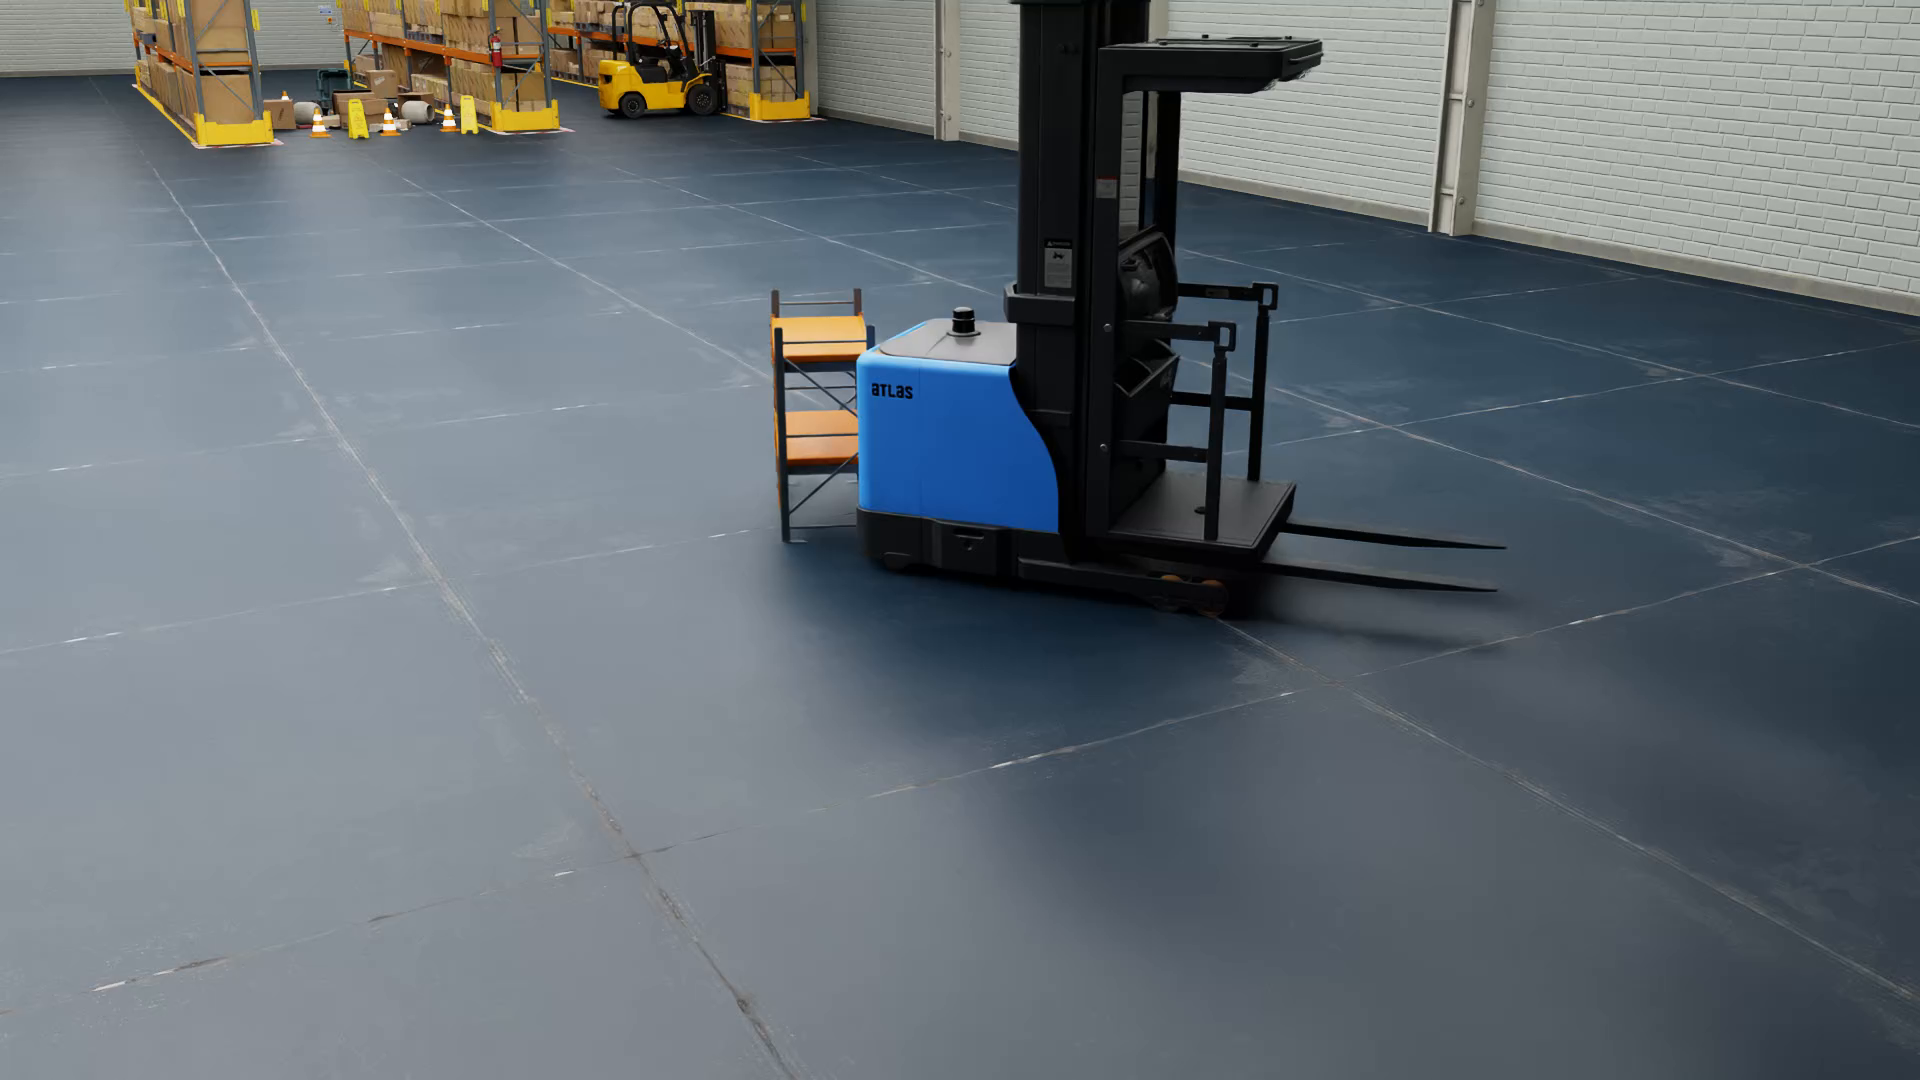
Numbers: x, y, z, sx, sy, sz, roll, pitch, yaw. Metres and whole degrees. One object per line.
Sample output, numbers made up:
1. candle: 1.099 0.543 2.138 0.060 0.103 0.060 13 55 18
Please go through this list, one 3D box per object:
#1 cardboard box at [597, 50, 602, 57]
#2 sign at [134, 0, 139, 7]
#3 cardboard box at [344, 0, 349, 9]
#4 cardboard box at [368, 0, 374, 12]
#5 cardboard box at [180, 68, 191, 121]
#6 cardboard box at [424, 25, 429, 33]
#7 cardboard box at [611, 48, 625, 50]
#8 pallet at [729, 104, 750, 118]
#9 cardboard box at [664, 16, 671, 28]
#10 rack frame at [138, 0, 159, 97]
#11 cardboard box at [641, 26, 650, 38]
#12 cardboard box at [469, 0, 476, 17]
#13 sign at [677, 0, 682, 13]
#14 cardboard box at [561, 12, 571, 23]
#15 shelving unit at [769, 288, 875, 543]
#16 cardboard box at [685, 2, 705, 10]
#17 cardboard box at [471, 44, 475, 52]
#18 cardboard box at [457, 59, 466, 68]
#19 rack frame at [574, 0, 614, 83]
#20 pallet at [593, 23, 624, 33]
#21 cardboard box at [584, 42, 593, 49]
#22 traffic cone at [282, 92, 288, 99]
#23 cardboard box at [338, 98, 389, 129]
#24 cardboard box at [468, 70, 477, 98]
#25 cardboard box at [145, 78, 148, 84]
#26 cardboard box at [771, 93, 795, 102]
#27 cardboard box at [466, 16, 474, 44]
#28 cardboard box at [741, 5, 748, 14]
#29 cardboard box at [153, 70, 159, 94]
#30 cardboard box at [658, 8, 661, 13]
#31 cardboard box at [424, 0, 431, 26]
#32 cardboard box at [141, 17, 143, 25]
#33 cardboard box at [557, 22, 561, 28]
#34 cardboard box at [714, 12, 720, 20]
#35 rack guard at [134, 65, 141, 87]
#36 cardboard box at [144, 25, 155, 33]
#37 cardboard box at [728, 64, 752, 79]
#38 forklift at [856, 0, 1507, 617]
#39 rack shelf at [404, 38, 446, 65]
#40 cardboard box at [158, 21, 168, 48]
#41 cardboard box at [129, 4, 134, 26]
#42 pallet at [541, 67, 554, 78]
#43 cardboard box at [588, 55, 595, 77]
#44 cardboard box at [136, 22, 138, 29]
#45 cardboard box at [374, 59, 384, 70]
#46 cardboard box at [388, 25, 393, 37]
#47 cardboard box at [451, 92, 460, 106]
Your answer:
1. cardboard box: -8.733 -12.011 41.036 0.380 0.149 0.250 -10 21 -27
2. sign: -18.377 -11.883 37.143 0.100 0.325 0.005 -10 21 -27
3. cardboard box: -15.266 -13.695 42.034 0.500 0.500 0.500 -11 22 -28
4. cardboard box: -13.639 -12.705 39.165 0.500 0.500 0.500 -10 21 -26
5. cardboard box: -13.436 -8.008 29.854 0.875 0.875 0.875 -10 21 -26
6. cardboard box: -10.980 -10.694 34.765 0.380 0.149 0.250 -9 21 -25
7. cardboard box: -8.548 -12.245 41.713 0.380 0.149 0.250 -10 21 -26
8. pallet: -3.930 -8.576 33.160 1.003 0.211 1.213 -10 21 -27
9. cardboard box: -6.139 -11.242 36.077 0.500 0.250 0.500 -11 22 -28
10. rack frame: -17.904 -11.560 37.534 1.000 3.000 0.127 -10 21 -27
11. cardboard box: -6.848 -11.449 37.443 0.500 0.250 0.500 -11 22 -28
12. cardboard box: -8.565 -9.831 30.380 0.700 0.500 0.500 -10 21 -26
13. sign: -5.903 -11.252 34.988 0.100 0.325 0.005 -10 21 -27
14. cardboard box: -9.936 -13.445 42.771 0.500 0.250 0.500 -10 21 -26
15. shelving unit: -0.735 -0.694 8.919 0.538 1.125 1.048 -2 19 -7
16. cardboard box: -5.539 -11.186 34.847 0.380 0.149 0.250 -10 21 -26
17. cardboard box: -8.932 -9.223 31.146 0.380 0.149 0.250 -10 22 -27
18. cardboard box: -9.502 -9.215 32.167 0.380 0.149 0.250 -9 21 -25
19. rack frame: -9.229 -13.126 42.071 1.000 3.000 0.127 -10 21 -27
20. pallet: -8.257 -12.444 40.391 1.003 0.211 1.213 -10 21 -27
21. cardboard box: -9.239 -12.455 41.865 0.380 0.149 0.250 -10 22 -28
22. traffic cone: -13.413 -8.683 33.086 0.336 0.463 0.334 -10 21 -27
23. cardboard box: -10.959 -7.843 30.589 0.637 0.503 0.797 7 20 20
24. cardboard box: -8.991 -8.649 31.520 0.500 0.500 0.500 -11 22 -28
25. cardboard box: -18.881 -10.768 38.965 0.380 0.149 0.250 -10 21 -27
26. cardboard box: -3.591 -8.751 32.964 0.500 0.250 0.500 -10 21 -26
27. cardboard box: -8.865 -9.501 30.956 0.500 0.500 0.500 -10 21 -27
28. cardboard box: -4.030 -10.312 32.312 0.380 0.149 0.250 -10 21 -27
29. cardboard box: -17.055 -9.876 35.842 0.500 0.500 0.500 -11 22 -29
30. cardboard box: -6.420 -11.609 36.528 0.380 0.149 0.250 -10 21 -26
31. cardboard box: -10.694 -10.834 34.177 0.500 0.500 0.500 -9 21 -25
32. cardboard box: -17.013 -10.927 34.984 0.380 0.149 0.250 -10 21 -27
33. cardboard box: -10.319 -13.505 43.556 0.380 0.149 0.250 -10 21 -27
34. cardboard box: -4.793 -10.604 33.615 0.380 0.149 0.250 -10 22 -28
35. rack guard: -19.767 -11.505 41.206 1.175 0.500 0.348 -10 21 -27
36. cardboard box: -16.643 -10.562 34.383 0.380 0.149 0.250 -10 21 -26
37. cardboard box: -4.271 -9.282 32.970 0.500 0.250 0.500 -10 21 -26
38. forklift: 1.062 -1.229 7.700 3.031 2.935 1.130 7 20 19
39. rack shelf: -10.746 -10.293 34.966 1.077 0.370 4.000 -10 21 -27
40. cardboard box: -15.311 -9.855 32.438 0.500 0.500 0.500 -10 22 -27
41. cardboard box: -19.833 -12.724 40.299 0.500 0.500 0.500 -9 21 -24
42. pallet: -10.713 -12.705 45.128 1.003 0.211 1.213 -10 21 -27
43. cardboard box: -8.935 -11.818 41.468 0.500 0.500 0.500 -10 22 -27
44. cardboard box: -17.869 -11.304 36.534 0.380 0.149 0.250 -10 21 -26
45. cardboard box: -13.799 -11.540 40.760 0.875 0.438 0.875 -10 22 -27
46. cardboard box: -12.646 -11.533 37.685 0.500 0.250 0.500 -10 22 -27
47. cardboard box: -9.754 -8.747 32.953 0.500 0.250 0.500 -11 22 -29
